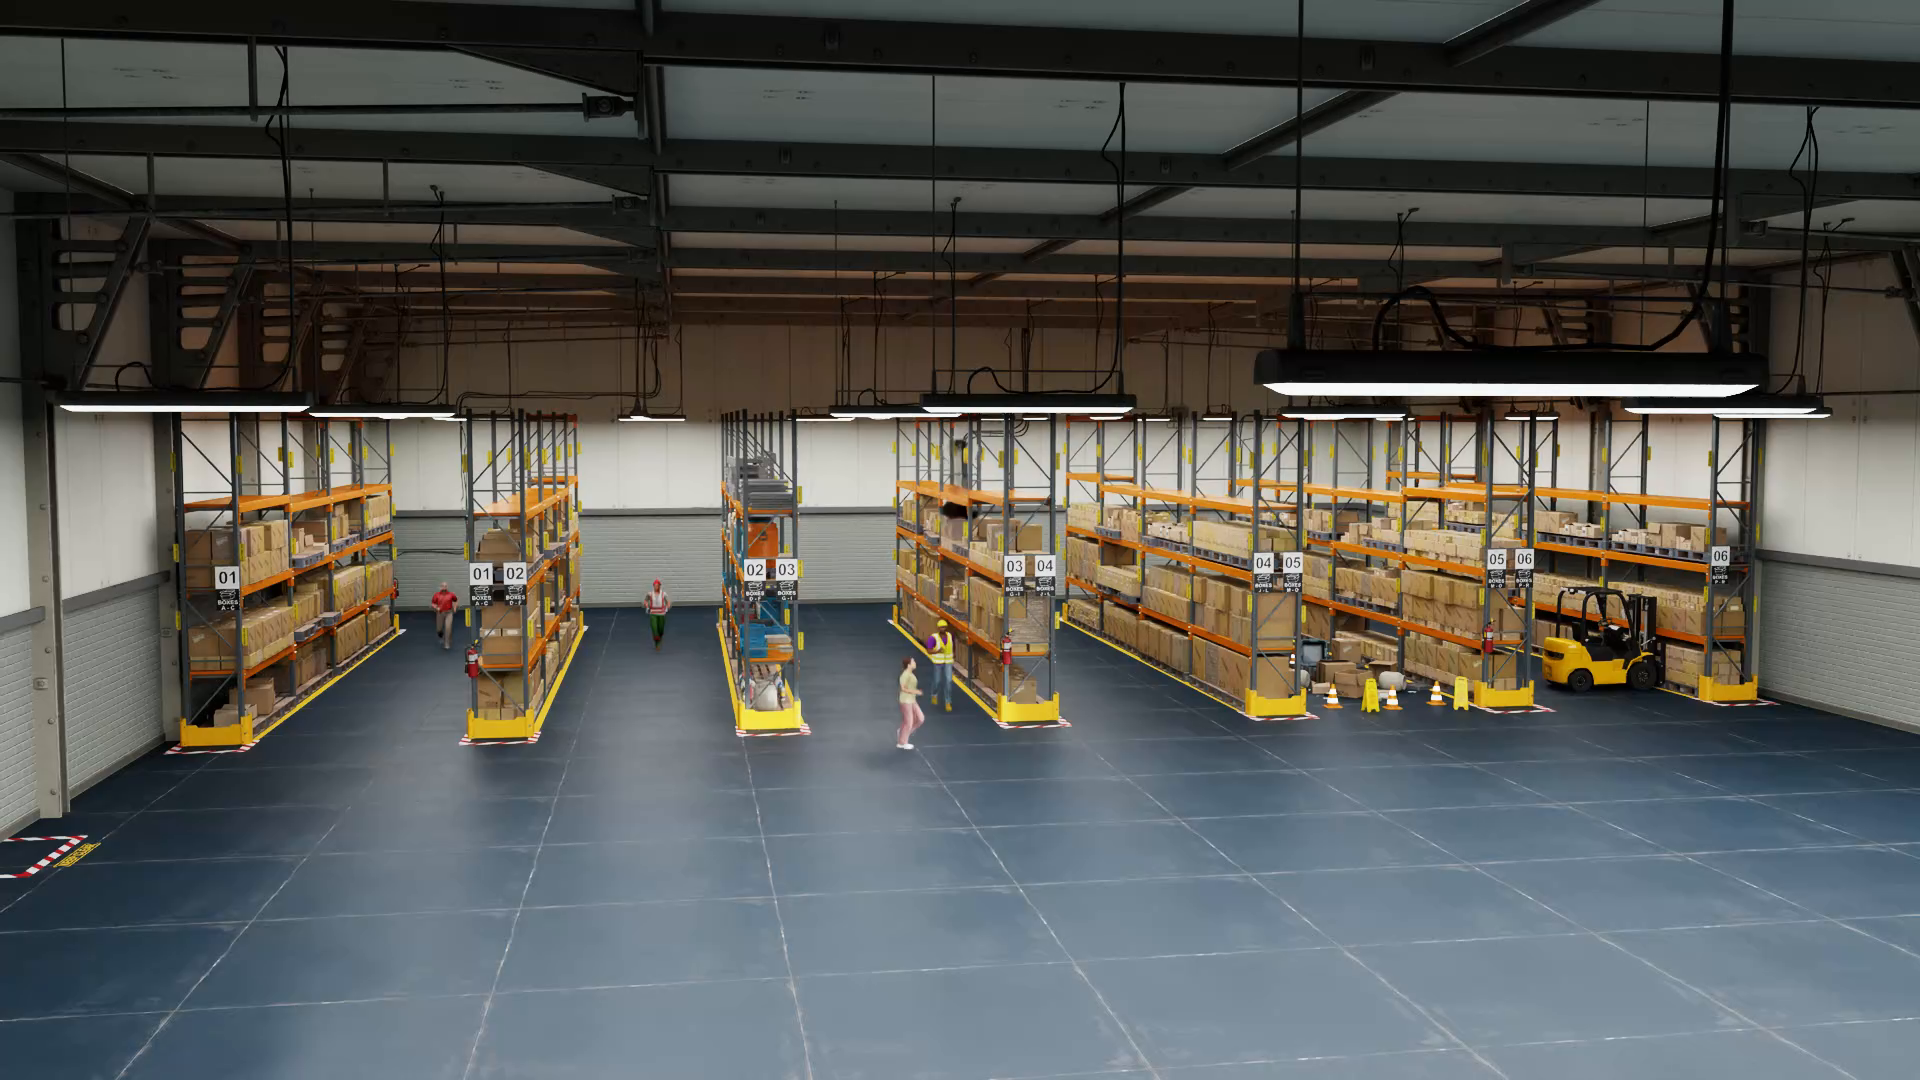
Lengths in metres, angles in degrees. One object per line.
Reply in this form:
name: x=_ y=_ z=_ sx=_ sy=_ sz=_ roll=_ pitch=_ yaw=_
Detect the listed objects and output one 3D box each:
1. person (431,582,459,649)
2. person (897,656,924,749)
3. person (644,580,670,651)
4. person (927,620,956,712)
person: x=-13.143 y=1.918 z=42.449 sx=0.674 sy=1.681 sz=0.782 roll=-1 pitch=4 yaw=-17
person: x=-0.876 y=2.861 z=29.261 sx=0.538 sy=1.639 sz=0.560 roll=1 pitch=4 yaw=13
person: x=-7.710 y=1.901 z=42.319 sx=0.655 sy=1.774 sz=0.845 roll=-1 pitch=4 yaw=-10
person: x=-0.370 y=2.493 z=33.376 sx=0.681 sy=1.804 sz=0.897 roll=-1 pitch=4 yaw=-16
